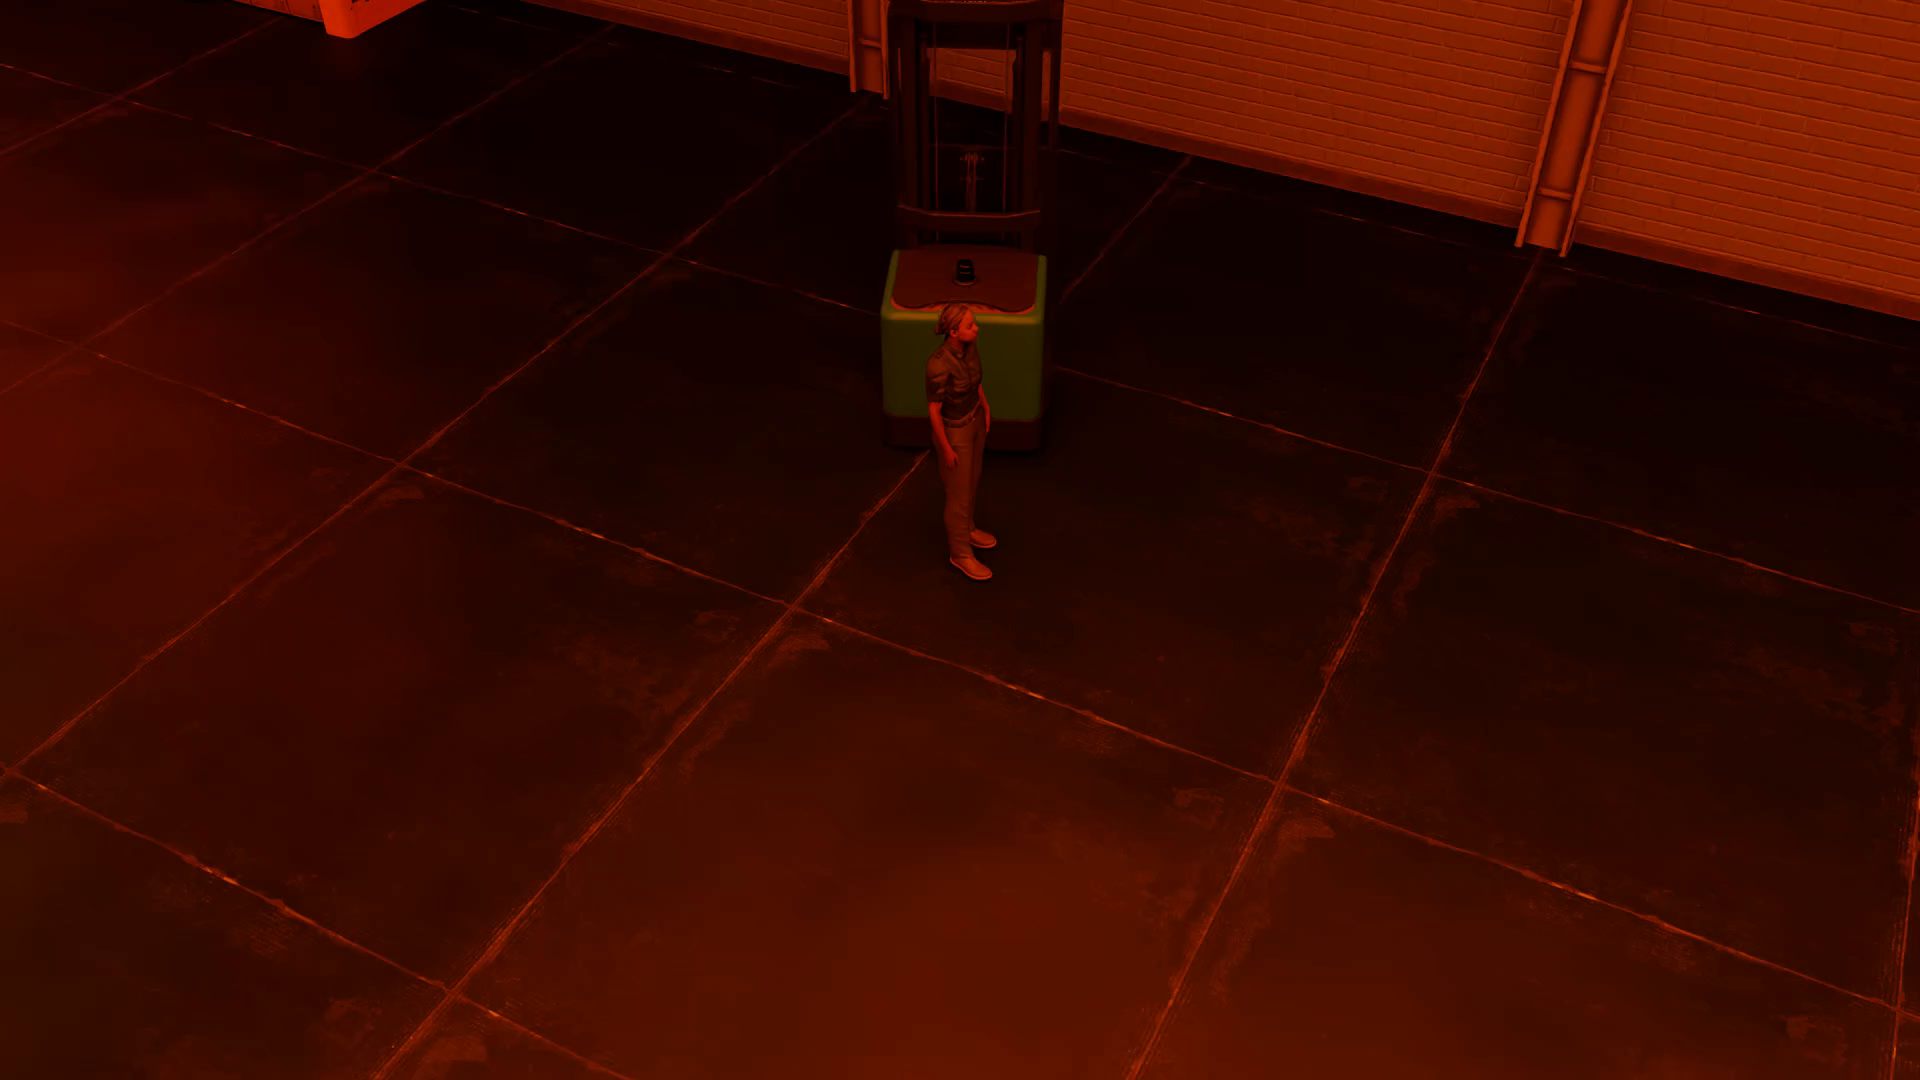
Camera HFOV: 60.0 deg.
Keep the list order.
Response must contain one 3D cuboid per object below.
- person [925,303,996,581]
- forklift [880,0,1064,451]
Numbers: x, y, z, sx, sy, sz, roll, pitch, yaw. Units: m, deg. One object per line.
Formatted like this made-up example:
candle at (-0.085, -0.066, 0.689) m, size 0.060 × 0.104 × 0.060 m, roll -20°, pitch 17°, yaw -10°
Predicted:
person at (0.069, -0.601, 9.680) m, size 0.502 × 1.657 × 0.570 m, roll 18°, pitch 43°, yaw 21°
forklift at (0.109, -2.635, 11.115) m, size 1.130 × 2.935 × 3.031 m, roll 3°, pitch 40°, yaw 3°
